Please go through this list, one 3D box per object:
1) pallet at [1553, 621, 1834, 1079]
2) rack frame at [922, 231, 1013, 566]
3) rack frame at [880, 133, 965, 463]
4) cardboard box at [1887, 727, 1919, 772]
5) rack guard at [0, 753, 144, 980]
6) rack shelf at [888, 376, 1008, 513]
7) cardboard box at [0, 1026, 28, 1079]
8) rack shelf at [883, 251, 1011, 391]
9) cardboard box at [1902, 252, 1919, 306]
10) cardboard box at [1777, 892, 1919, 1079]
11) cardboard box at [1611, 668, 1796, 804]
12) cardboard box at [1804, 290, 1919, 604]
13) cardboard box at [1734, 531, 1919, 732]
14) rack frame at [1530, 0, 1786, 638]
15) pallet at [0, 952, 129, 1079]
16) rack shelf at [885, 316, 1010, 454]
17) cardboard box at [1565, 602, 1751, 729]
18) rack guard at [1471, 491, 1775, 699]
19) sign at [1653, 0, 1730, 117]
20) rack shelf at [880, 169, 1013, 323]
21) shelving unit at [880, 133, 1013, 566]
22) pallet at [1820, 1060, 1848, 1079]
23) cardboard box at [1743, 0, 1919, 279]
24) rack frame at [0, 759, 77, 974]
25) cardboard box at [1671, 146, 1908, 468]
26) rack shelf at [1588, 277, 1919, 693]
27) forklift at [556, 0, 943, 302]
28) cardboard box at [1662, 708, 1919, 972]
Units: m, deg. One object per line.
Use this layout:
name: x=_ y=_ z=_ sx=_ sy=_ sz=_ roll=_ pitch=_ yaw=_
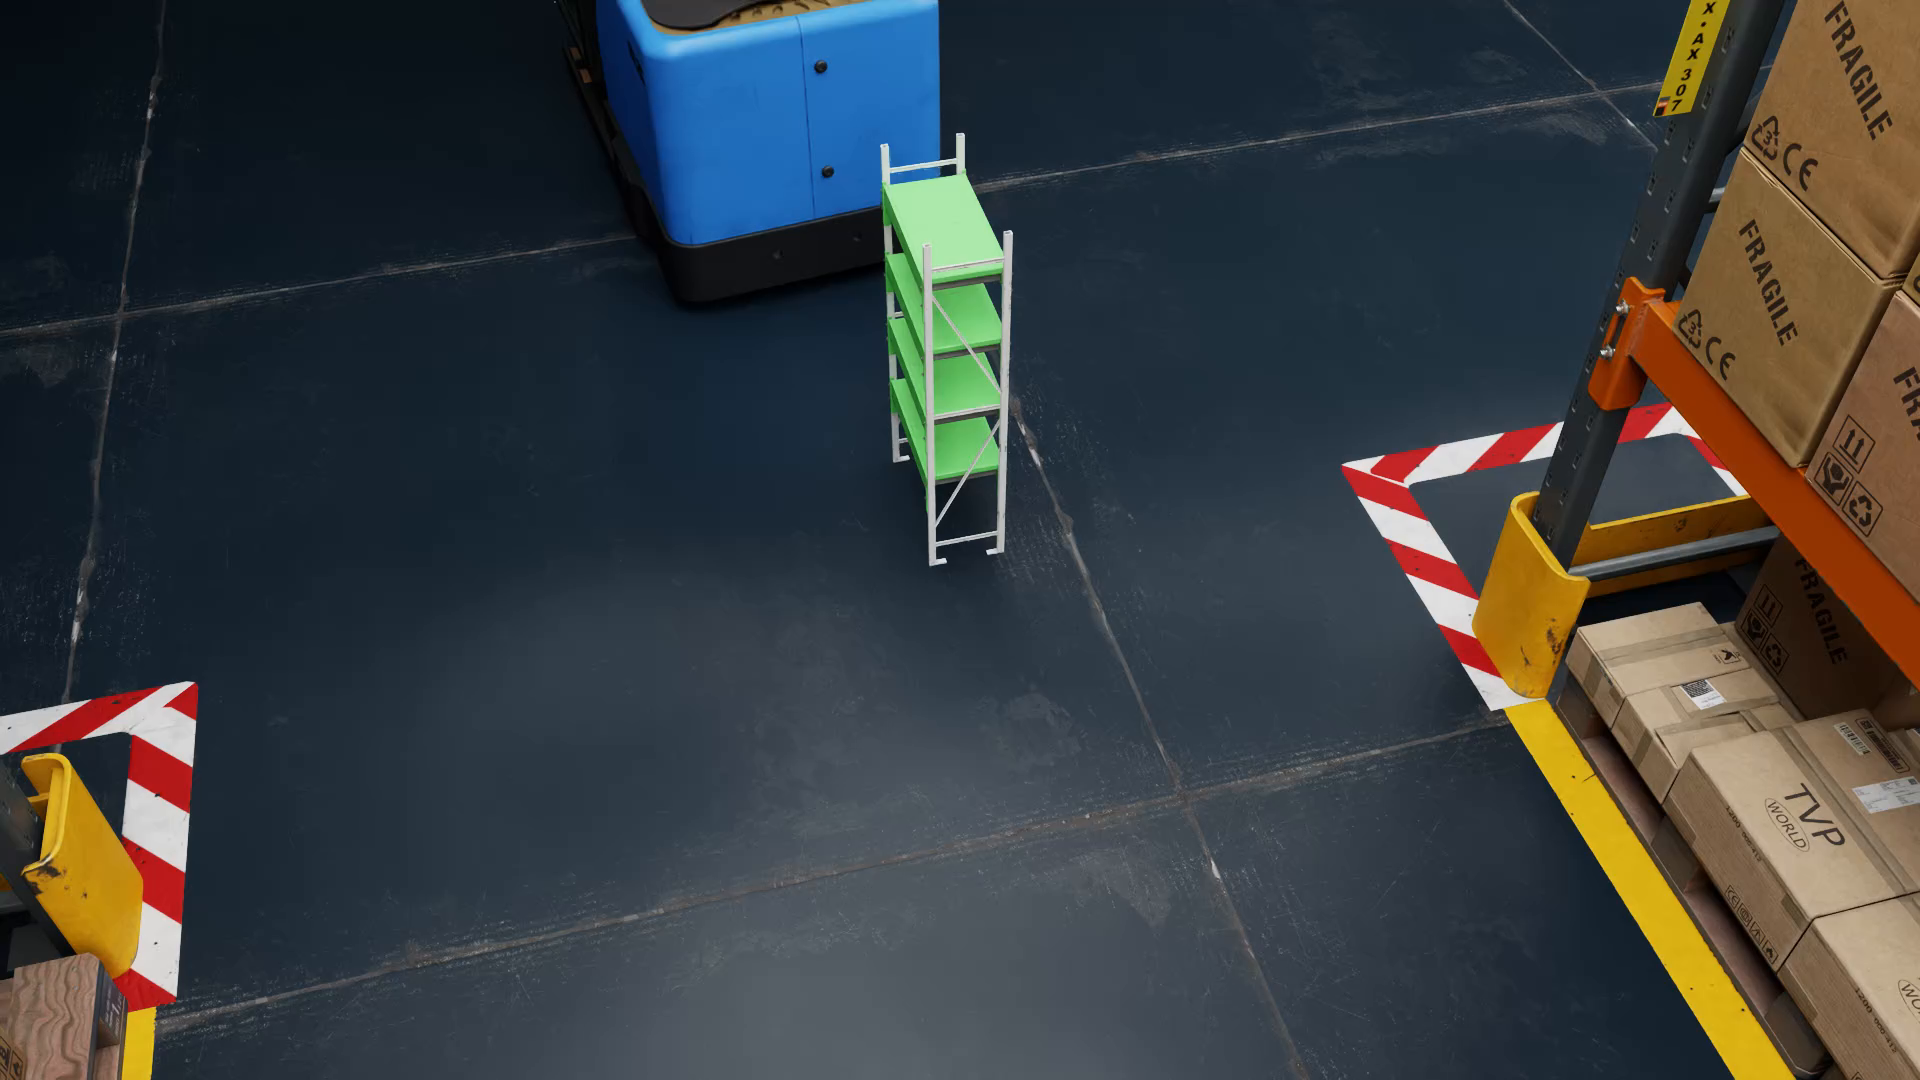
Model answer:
pallet: x=2.336 y=0.720 z=4.397 sx=1.003 sy=0.211 sz=1.213 roll=-11 pitch=47 yaw=-10
rack frame: x=0.020 y=-0.366 z=4.768 sx=0.240 sy=1.200 sz=0.015 roll=-11 pitch=47 yaw=-10
rack frame: x=-0.105 y=-0.703 z=5.099 sx=0.240 sy=1.200 sz=0.015 roll=-11 pitch=47 yaw=-10
cardboard box: x=2.505 y=0.605 z=4.232 sx=0.380 sy=0.166 sz=0.250 roll=-11 pitch=47 yaw=-10
rack guard: x=-2.682 y=0.908 z=4.010 sx=1.175 sy=0.500 sz=0.348 roll=-11 pitch=47 yaw=-10
rack shelf: x=-0.042 y=-0.322 z=5.151 sx=0.258 sy=0.148 sz=0.480 roll=-11 pitch=47 yaw=-10
cardboard box: x=-2.400 y=1.243 z=3.388 sx=0.700 sy=0.500 sz=0.500 roll=-11 pitch=47 yaw=-10
rack shelf: x=-0.042 y=-0.658 z=4.808 sx=0.258 sy=0.148 sz=0.480 roll=-11 pitch=47 yaw=-10
cardboard box: x=2.111 y=-0.530 z=2.899 sx=0.500 sy=0.500 sz=0.500 roll=-10 pitch=46 yaw=-10
cardboard box: x=2.232 y=1.067 z=3.721 sx=0.500 sy=0.250 sz=0.500 roll=-11 pitch=47 yaw=-10
cardboard box: x=1.950 y=0.504 z=4.332 sx=0.380 sy=0.166 sz=0.250 roll=-11 pitch=47 yaw=-10
cardboard box: x=2.107 y=-0.184 z=3.260 sx=0.500 sy=0.500 sz=0.500 roll=-11 pitch=47 yaw=-11
cardboard box: x=2.489 y=0.193 z=4.403 sx=0.500 sy=0.500 sz=0.500 roll=-11 pitch=47 yaw=-10
rack frame: x=2.111 y=-0.859 z=3.991 sx=1.000 sy=3.000 sz=0.127 roll=-11 pitch=47 yaw=-10
pallet: x=-2.396 y=1.563 z=3.570 sx=1.003 sy=0.211 sz=1.213 roll=-11 pitch=47 yaw=-10
rack shelf: x=-0.042 y=-0.490 z=4.979 sx=0.258 sy=0.148 sz=0.480 roll=-11 pitch=47 yaw=-10
cardboard box: x=1.886 y=0.337 z=4.507 sx=0.380 sy=0.149 sz=0.250 roll=-11 pitch=47 yaw=-10
rack guard: x=2.131 y=0.069 z=4.833 sx=1.175 sy=0.500 sz=0.348 roll=-11 pitch=47 yaw=-10
sign: x=1.587 y=-1.062 z=3.585 sx=0.100 sy=0.325 sz=0.005 roll=-11 pitch=47 yaw=-10
rack shelf: x=-0.042 y=-0.825 z=4.636 sx=0.258 sy=0.148 sz=0.480 roll=-11 pitch=47 yaw=-10
shelving unit: x=-0.042 y=-0.534 z=4.933 sx=0.258 sy=1.200 sz=0.503 roll=-11 pitch=47 yaw=-10
pallet: x=2.645 y=1.561 z=3.573 sx=1.003 sy=0.211 sz=1.213 roll=-11 pitch=47 yaw=-10
cardboard box: x=1.970 y=-0.889 z=3.251 sx=0.500 sy=0.500 sz=0.500 roll=-9 pitch=46 yaw=-9
rack frame: x=-2.676 y=0.050 z=3.101 sx=1.000 sy=3.000 sz=0.127 roll=-11 pitch=47 yaw=-10
cardboard box: x=1.970 y=-0.539 z=3.608 sx=0.500 sy=0.500 sz=0.500 roll=-10 pitch=46 yaw=-9
rack shelf: x=2.623 y=0.774 z=2.895 sx=1.077 sy=0.370 sz=4.000 roll=-11 pitch=47 yaw=-10
forklift: x=-1.058 y=-2.952 z=6.091 sx=1.130 sy=2.935 sz=3.031 roll=-15 pitch=48 yaw=-15
cardboard box: x=2.104 y=0.722 z=4.059 sx=0.500 sy=0.250 sz=0.500 roll=-11 pitch=47 yaw=-10
